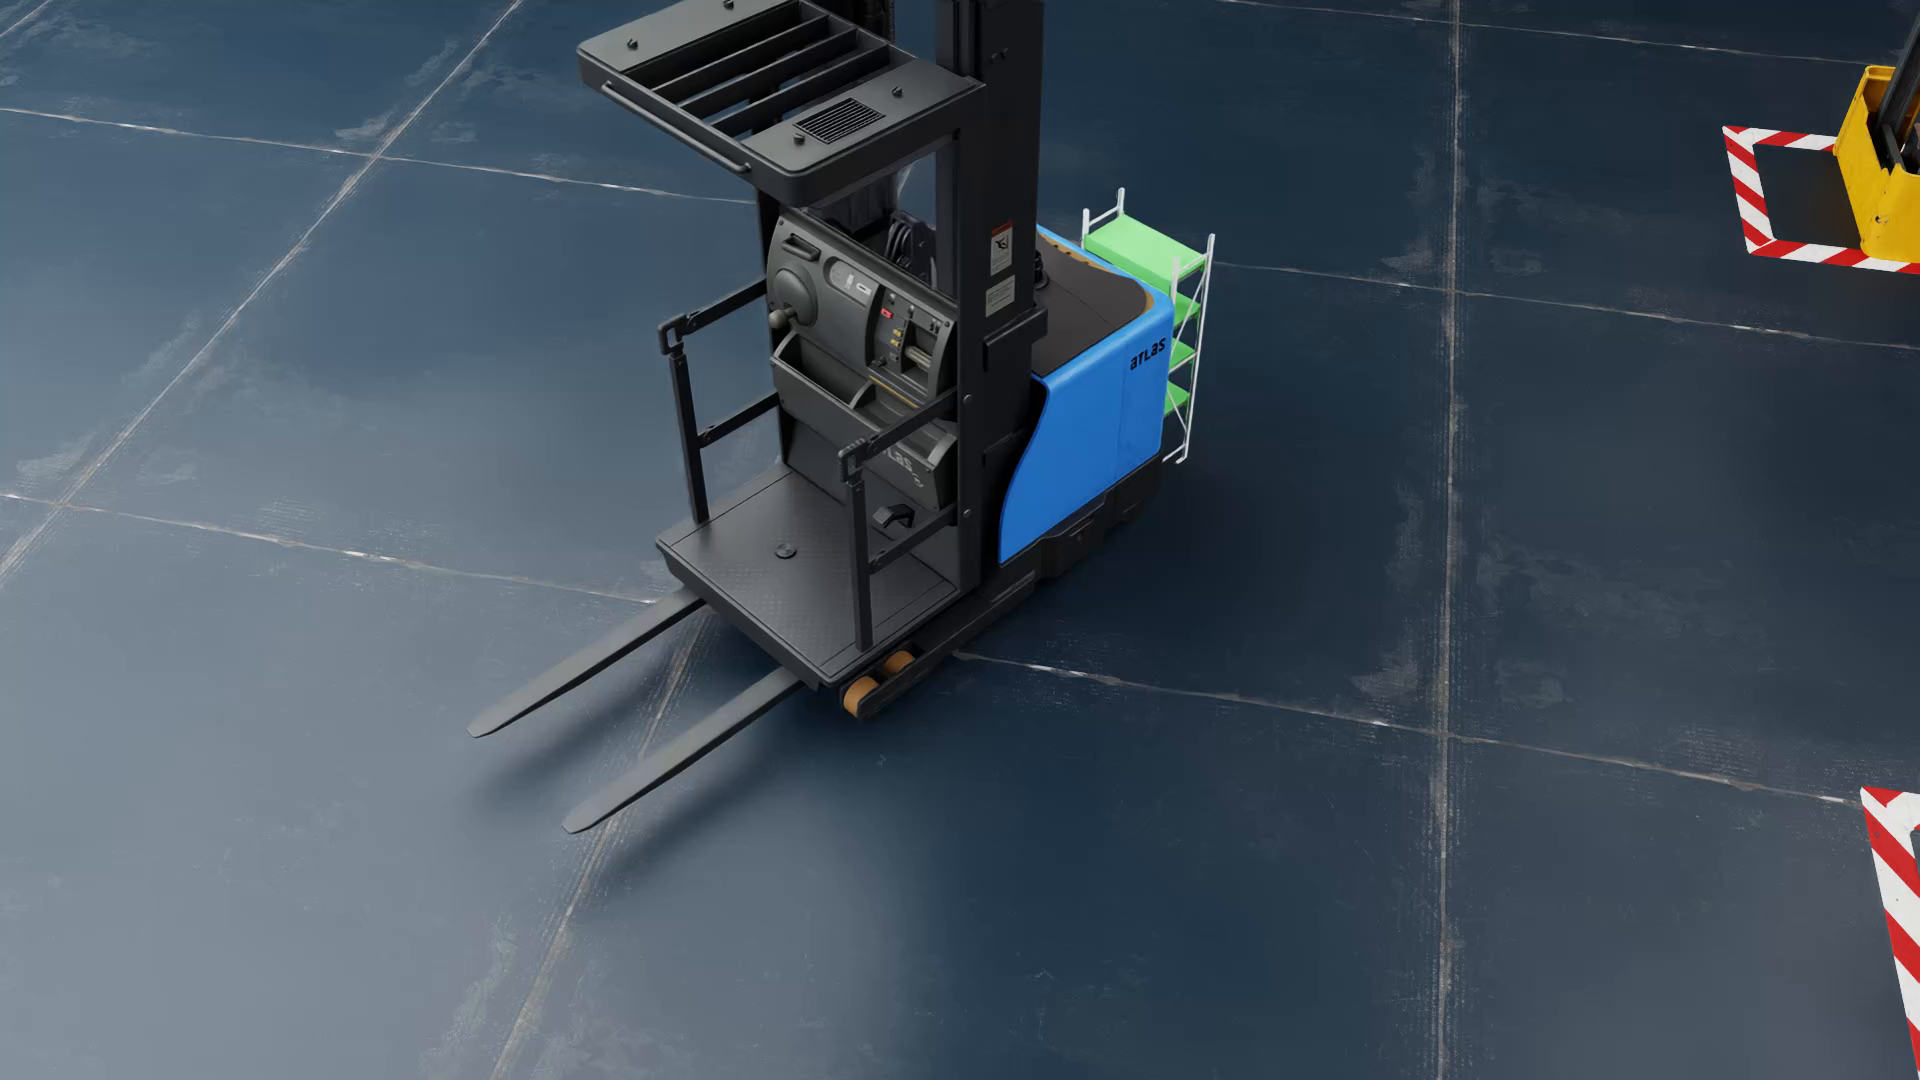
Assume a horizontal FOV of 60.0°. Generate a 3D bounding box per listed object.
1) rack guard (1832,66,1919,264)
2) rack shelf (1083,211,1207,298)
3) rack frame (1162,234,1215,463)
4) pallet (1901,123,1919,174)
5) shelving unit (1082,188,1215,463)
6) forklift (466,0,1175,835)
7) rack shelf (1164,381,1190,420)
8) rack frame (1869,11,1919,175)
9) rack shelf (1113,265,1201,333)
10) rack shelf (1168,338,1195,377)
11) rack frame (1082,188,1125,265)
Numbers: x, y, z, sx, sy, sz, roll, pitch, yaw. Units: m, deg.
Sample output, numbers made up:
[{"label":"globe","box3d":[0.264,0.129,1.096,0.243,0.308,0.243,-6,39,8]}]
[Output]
[{"label":"rack guard","box3d":[5.057,-2.038,8.967,0.348,0.500,1.175,9,45,9]},{"label":"rack shelf","box3d":[0.776,-1.174,6.965,0.258,0.148,0.480,-34,54,-30]},{"label":"rack frame","box3d":[0.947,-0.754,7.128,0.240,1.200,0.015,-34,54,-30]},{"label":"pallet","box3d":[5.835,-1.843,8.972,1.213,0.211,1.003,9,45,9]},{"label":"shelving unit","box3d":[0.776,-0.874,7.253,0.258,1.200,0.503,-34,54,-30]},{"label":"forklift","box3d":[-0.520,-0.767,5.893,3.031,2.935,1.130,-34,54,-30]},{"label":"rack shelf","box3d":[0.776,-0.655,7.464,0.258,0.148,0.480,-34,54,-30]},{"label":"rack frame","box3d":[5.080,-2.935,8.096,0.127,3.000,1.000,9,45,9]},{"label":"rack shelf","box3d":[0.776,-1.001,7.131,0.258,0.148,0.480,-34,54,-30]},{"label":"rack shelf","box3d":[0.776,-0.828,7.297,0.258,0.148,0.480,-34,54,-30]},{"label":"rack frame","box3d":[0.604,-0.995,7.378,0.240,1.200,0.015,-34,54,-30]}]
